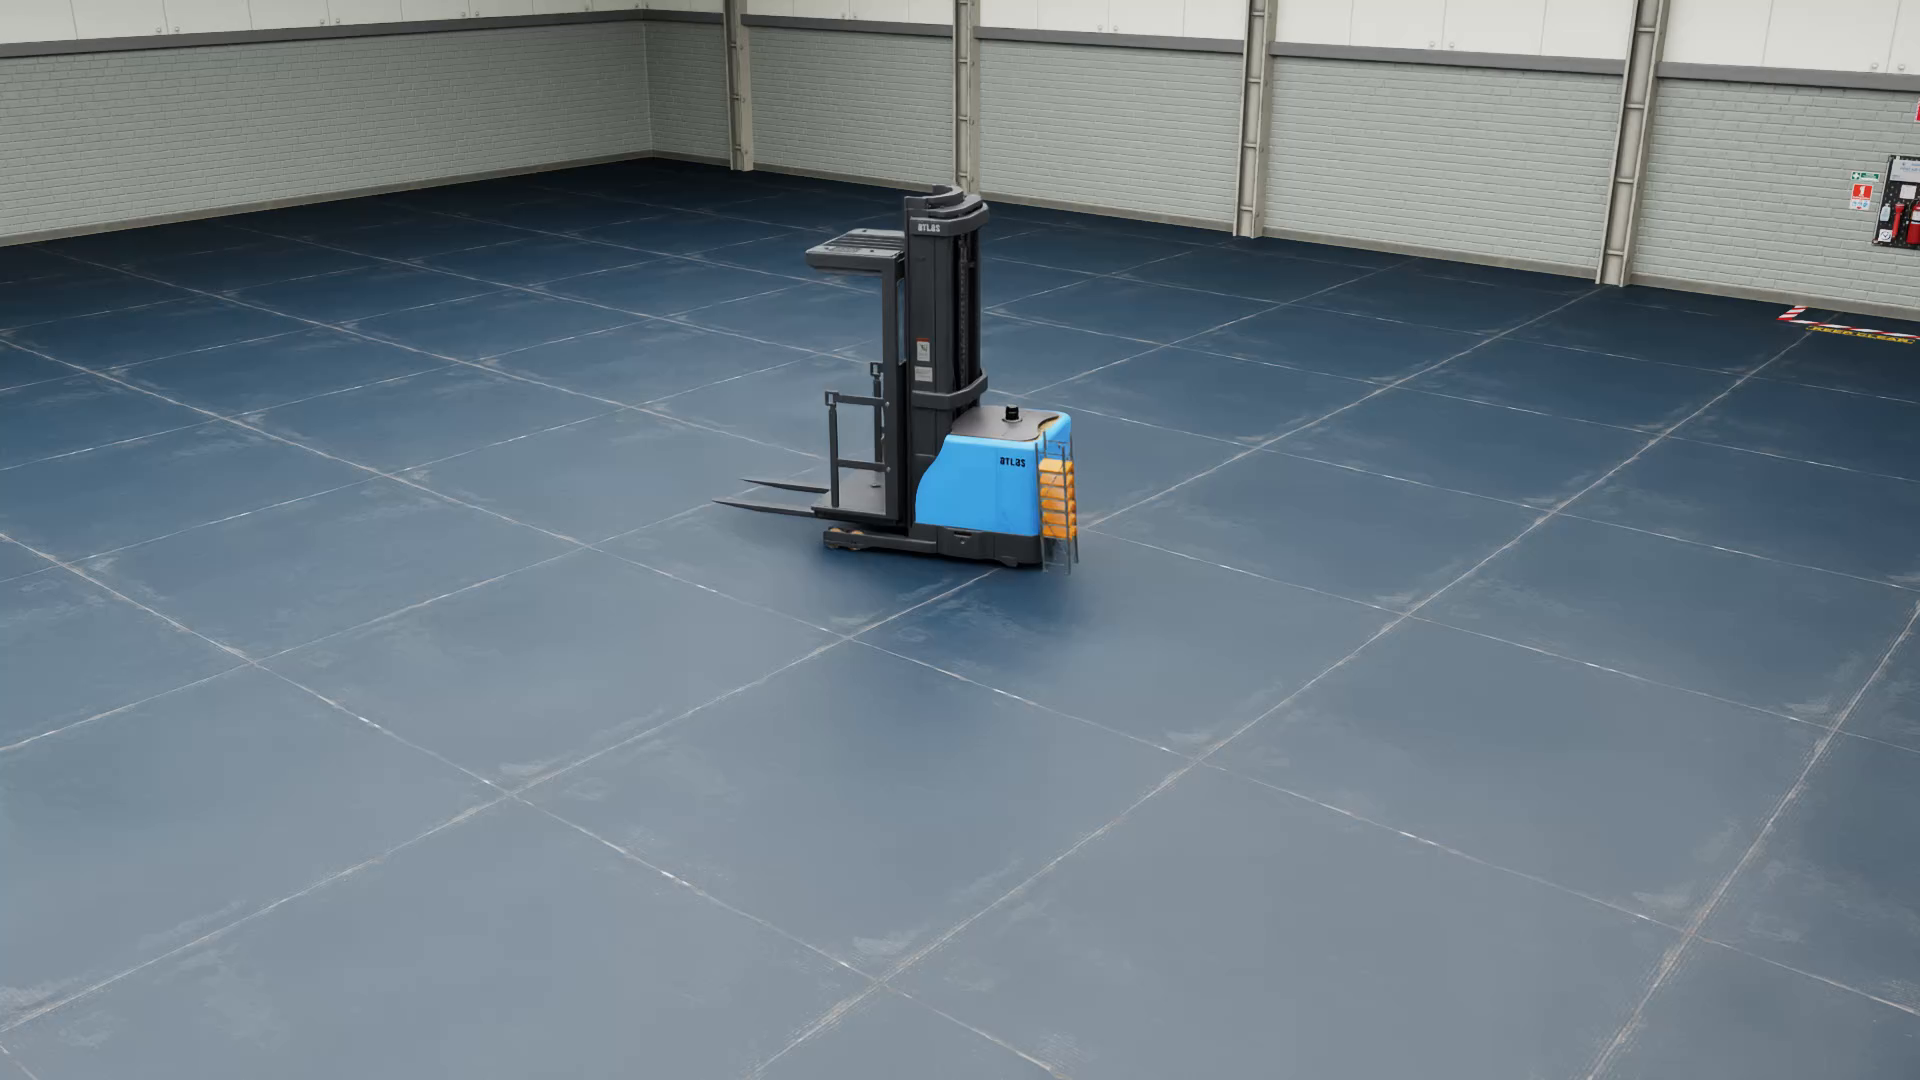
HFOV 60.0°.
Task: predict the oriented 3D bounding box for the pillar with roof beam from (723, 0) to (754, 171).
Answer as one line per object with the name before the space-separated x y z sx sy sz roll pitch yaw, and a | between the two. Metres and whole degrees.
pillar with roof beam | -7.252 -10.751 29.925 0.400 9.000 9.100 16 26 36

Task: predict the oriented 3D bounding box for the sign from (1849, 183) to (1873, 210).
sign | 11.810 -4.496 21.791 0.234 0.329 0.001 16 26 36

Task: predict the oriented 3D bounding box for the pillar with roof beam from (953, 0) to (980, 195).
pillar with roof beam | -2.604 -9.412 26.376 0.400 9.000 9.100 16 26 36

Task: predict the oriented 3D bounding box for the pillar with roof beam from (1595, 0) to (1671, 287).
pillar with roof beam | 6.693 -6.735 19.276 0.400 9.000 9.100 16 26 36

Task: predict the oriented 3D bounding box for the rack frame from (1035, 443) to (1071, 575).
rack frame | 0.738 -0.234 13.128 0.240 1.200 0.006 9 36 21

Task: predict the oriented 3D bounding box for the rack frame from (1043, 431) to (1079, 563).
rack frame | 0.807 -0.331 13.267 0.240 1.200 0.006 9 36 21

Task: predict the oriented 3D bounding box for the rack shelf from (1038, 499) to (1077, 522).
rack shelf | 0.776 -0.246 13.222 0.258 0.103 0.180 9 36 21

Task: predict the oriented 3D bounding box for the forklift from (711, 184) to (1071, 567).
forklift | -0.630 -1.447 13.854 3.031 2.935 1.130 7 22 18

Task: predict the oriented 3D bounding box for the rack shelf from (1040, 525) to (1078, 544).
rack shelf | 0.796 -0.045 13.353 0.258 0.103 0.180 9 36 21

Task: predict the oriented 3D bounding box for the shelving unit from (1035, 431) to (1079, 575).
shelving unit | 0.773 -0.283 13.198 0.258 1.200 0.189 9 36 21

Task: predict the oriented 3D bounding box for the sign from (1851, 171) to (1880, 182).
sign | 11.808 -4.740 21.688 0.331 0.109 0.001 16 26 36

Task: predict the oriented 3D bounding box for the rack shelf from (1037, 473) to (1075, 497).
rack shelf | 0.757 -0.446 13.091 0.258 0.103 0.180 9 36 21

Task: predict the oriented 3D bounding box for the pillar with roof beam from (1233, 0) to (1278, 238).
pillar with roof beam | 2.044 -8.073 22.826 0.400 9.000 9.100 16 26 36

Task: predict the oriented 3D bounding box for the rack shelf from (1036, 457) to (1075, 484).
rack shelf | 0.747 -0.546 13.026 0.258 0.103 0.180 9 36 21

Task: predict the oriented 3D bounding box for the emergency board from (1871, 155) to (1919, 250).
emergency board | 12.173 -4.328 21.395 0.643 1.169 0.194 16 26 36

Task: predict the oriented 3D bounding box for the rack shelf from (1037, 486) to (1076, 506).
rack shelf | 0.767 -0.346 13.156 0.258 0.103 0.180 9 36 21

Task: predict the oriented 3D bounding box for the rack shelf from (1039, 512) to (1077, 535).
rack shelf | 0.786 -0.146 13.287 0.258 0.103 0.180 9 36 21

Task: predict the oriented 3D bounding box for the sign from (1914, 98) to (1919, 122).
sign | 12.230 -5.441 21.063 0.199 0.298 0.001 16 26 36

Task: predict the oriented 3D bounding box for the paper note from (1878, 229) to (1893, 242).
paper note | 12.079 -3.974 21.706 0.142 0.148 0.016 16 26 36
